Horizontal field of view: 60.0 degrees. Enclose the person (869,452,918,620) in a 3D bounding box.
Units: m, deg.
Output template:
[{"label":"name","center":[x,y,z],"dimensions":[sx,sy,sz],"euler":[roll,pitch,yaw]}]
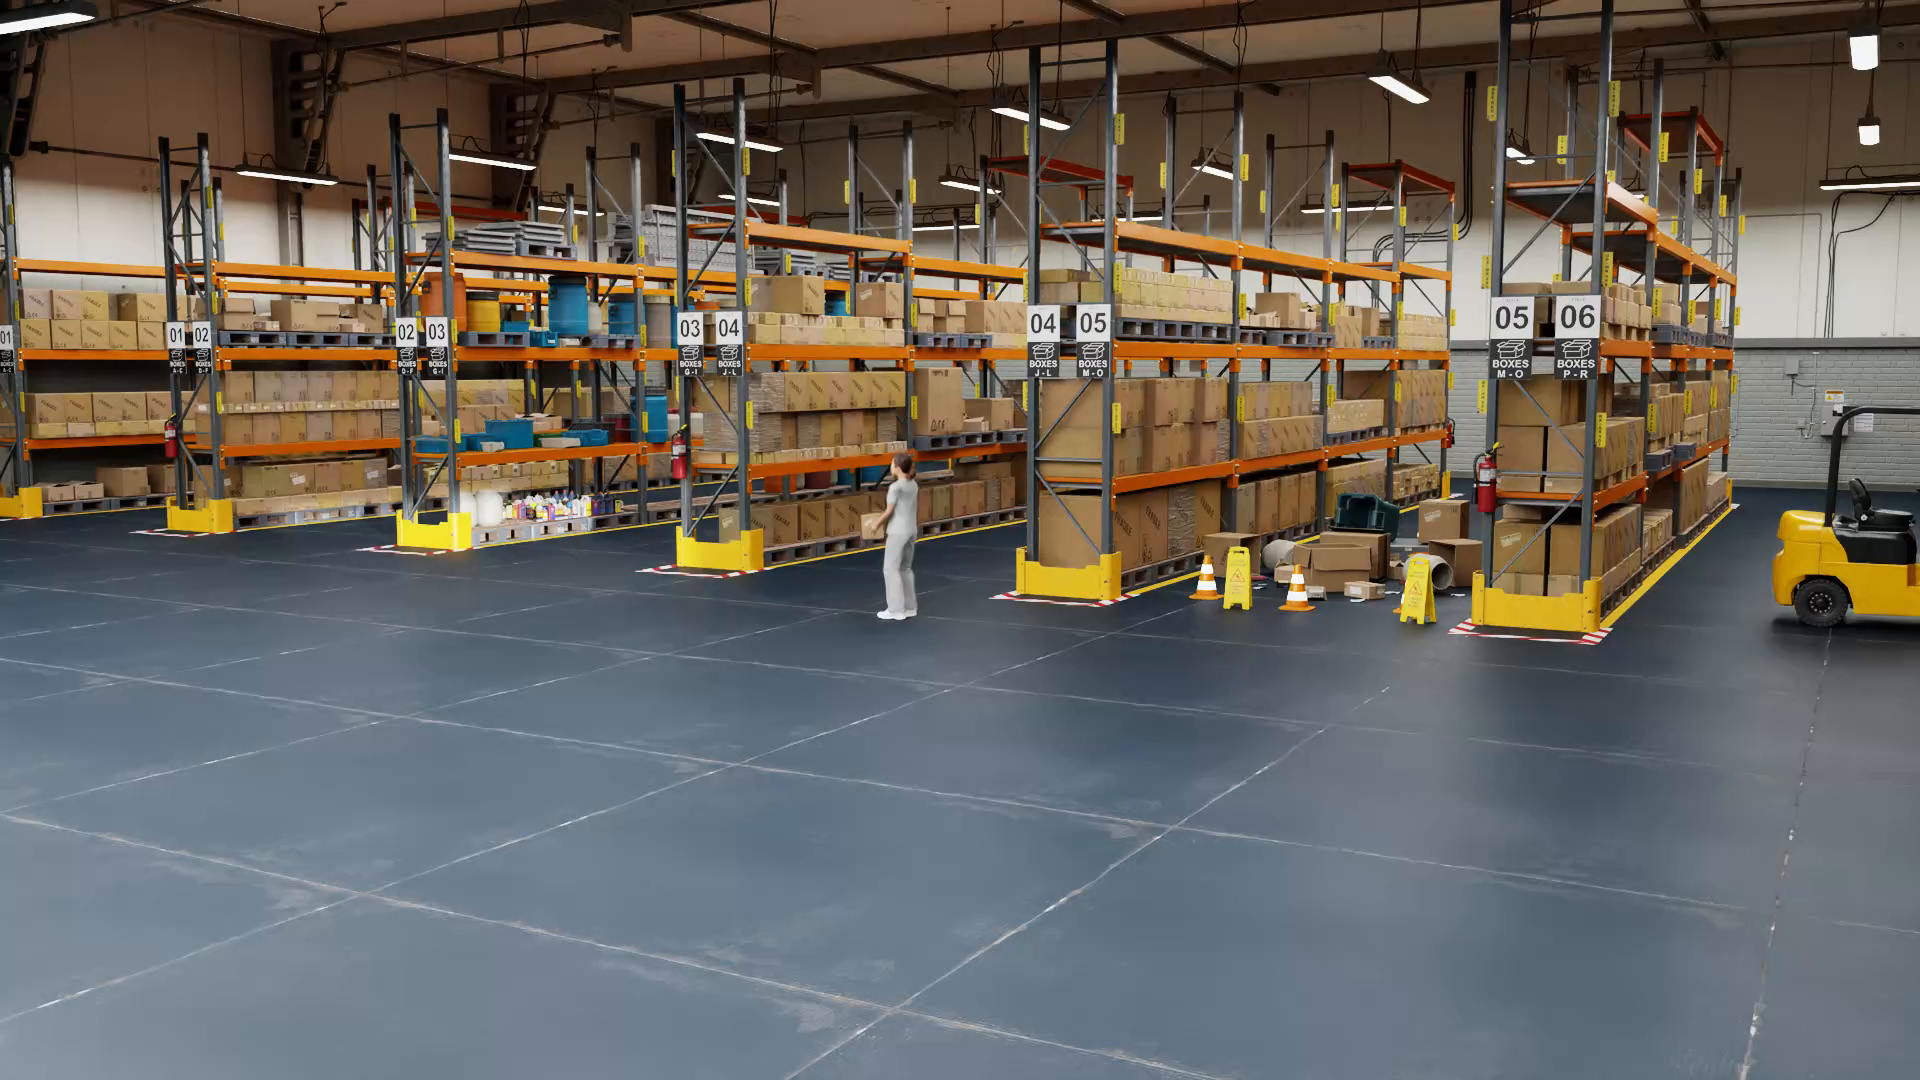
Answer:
[{"label":"person","center":[-0.648,-0.046,16.764],"dimensions":[0.490,1.674,0.463],"euler":[3,7,28]}]
